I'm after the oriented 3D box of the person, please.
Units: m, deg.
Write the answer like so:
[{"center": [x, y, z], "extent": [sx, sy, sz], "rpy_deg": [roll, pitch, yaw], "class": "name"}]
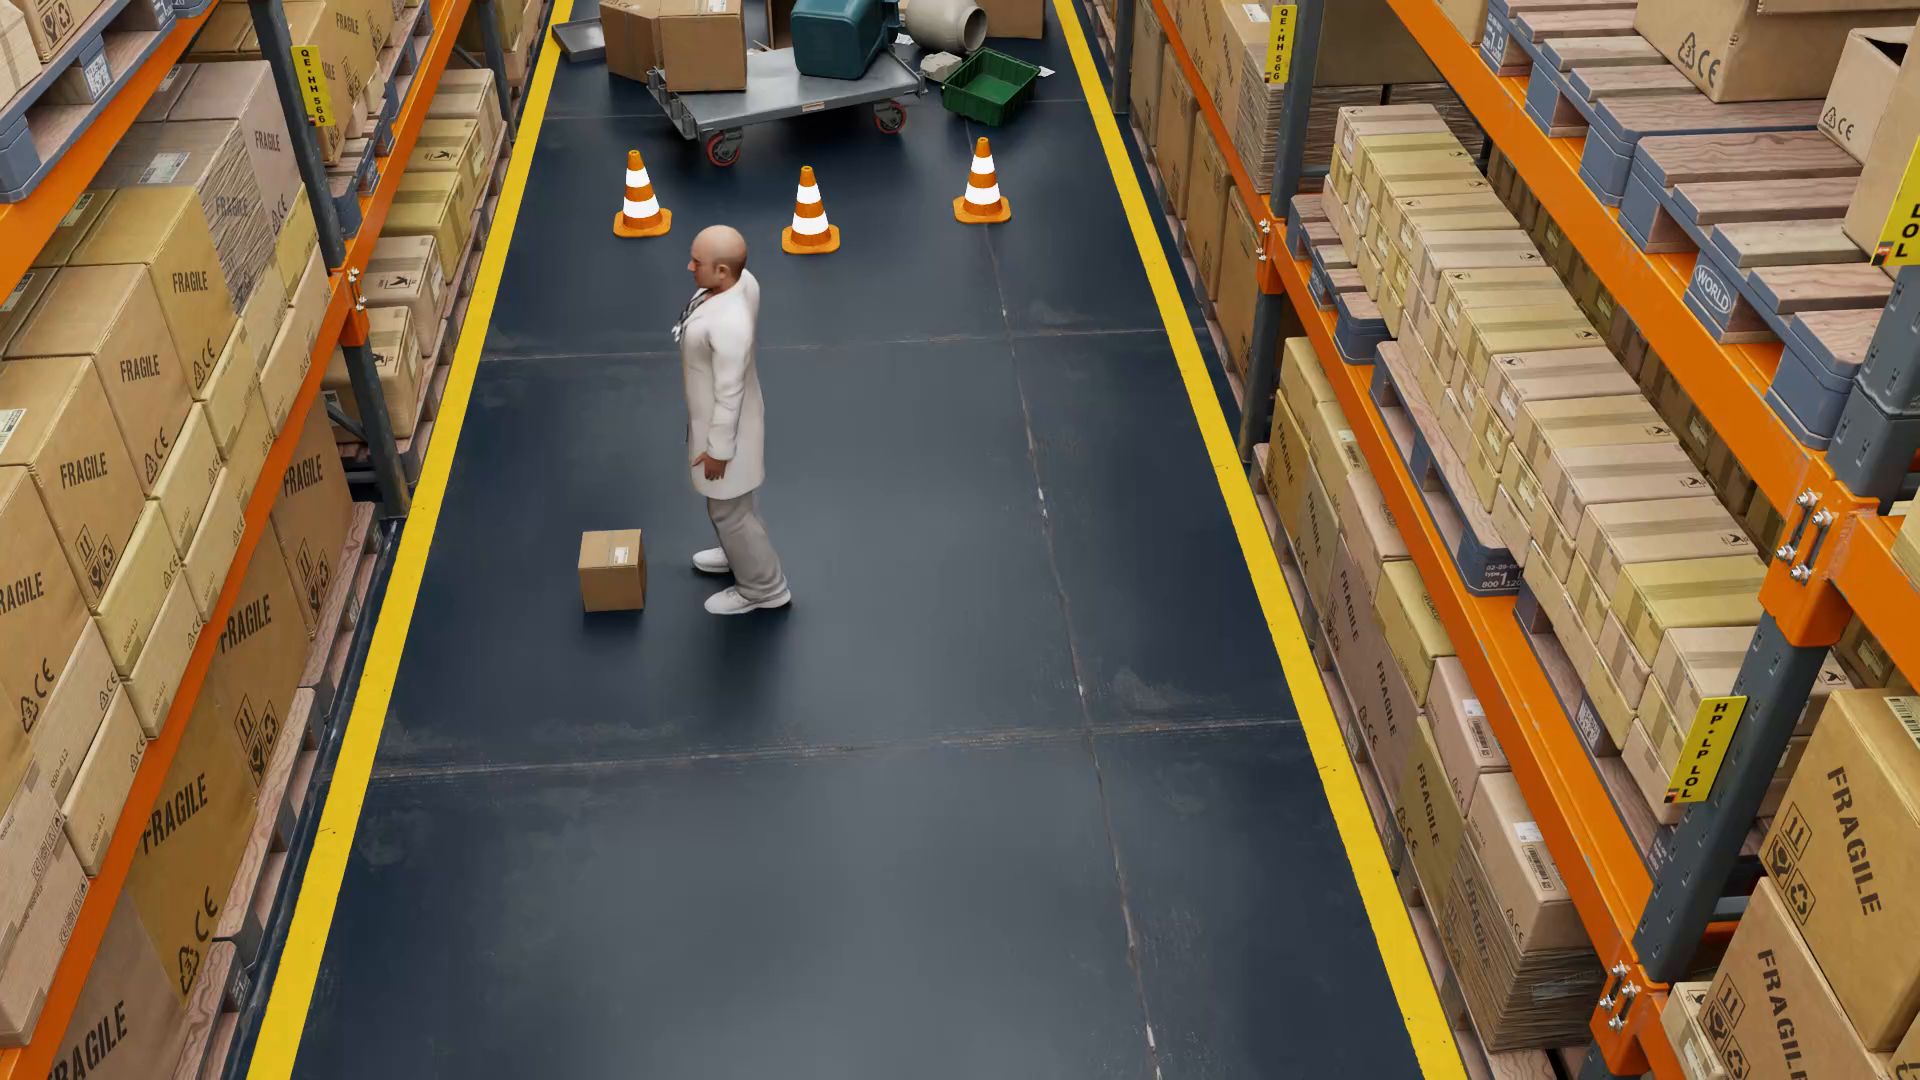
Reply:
[{"center": [-0.961, -0.467, 6.769], "extent": [0.440, 1.786, 0.566], "rpy_deg": [-2, 39, -3], "class": "person"}]
